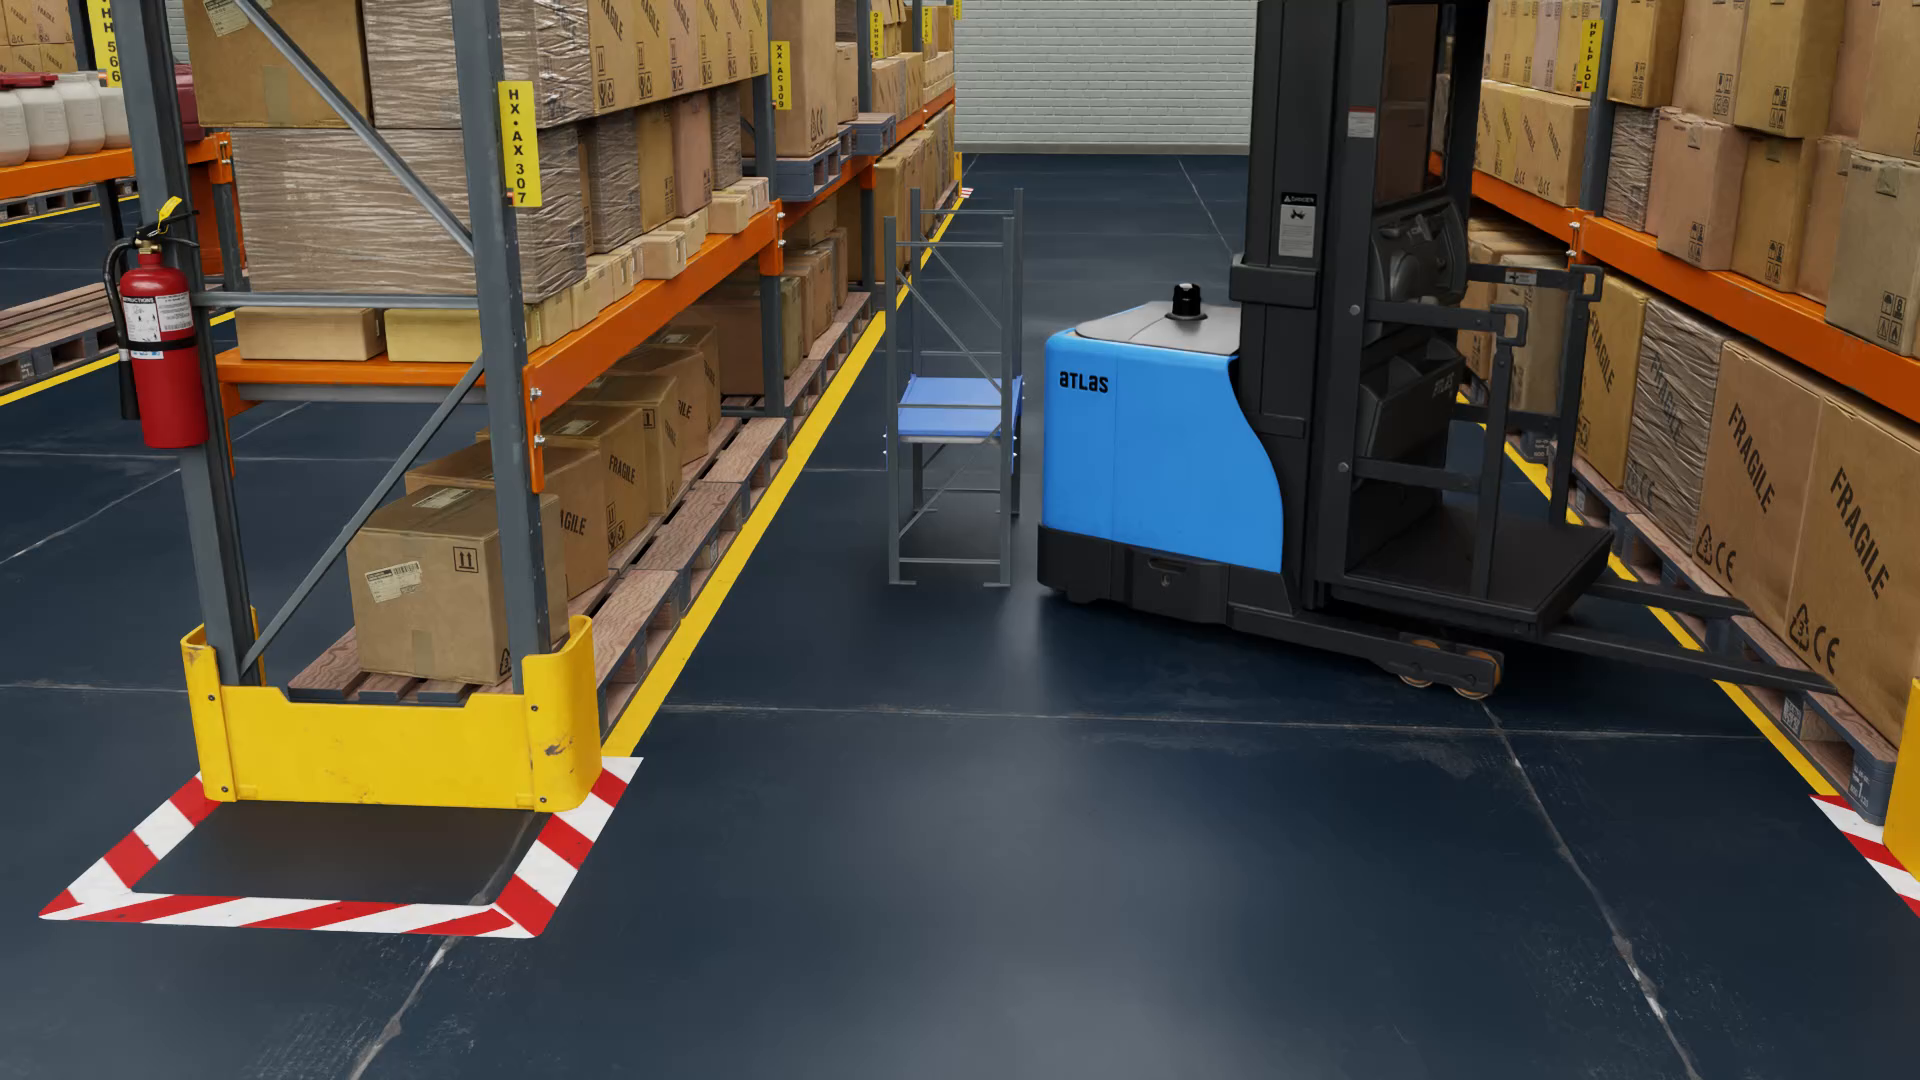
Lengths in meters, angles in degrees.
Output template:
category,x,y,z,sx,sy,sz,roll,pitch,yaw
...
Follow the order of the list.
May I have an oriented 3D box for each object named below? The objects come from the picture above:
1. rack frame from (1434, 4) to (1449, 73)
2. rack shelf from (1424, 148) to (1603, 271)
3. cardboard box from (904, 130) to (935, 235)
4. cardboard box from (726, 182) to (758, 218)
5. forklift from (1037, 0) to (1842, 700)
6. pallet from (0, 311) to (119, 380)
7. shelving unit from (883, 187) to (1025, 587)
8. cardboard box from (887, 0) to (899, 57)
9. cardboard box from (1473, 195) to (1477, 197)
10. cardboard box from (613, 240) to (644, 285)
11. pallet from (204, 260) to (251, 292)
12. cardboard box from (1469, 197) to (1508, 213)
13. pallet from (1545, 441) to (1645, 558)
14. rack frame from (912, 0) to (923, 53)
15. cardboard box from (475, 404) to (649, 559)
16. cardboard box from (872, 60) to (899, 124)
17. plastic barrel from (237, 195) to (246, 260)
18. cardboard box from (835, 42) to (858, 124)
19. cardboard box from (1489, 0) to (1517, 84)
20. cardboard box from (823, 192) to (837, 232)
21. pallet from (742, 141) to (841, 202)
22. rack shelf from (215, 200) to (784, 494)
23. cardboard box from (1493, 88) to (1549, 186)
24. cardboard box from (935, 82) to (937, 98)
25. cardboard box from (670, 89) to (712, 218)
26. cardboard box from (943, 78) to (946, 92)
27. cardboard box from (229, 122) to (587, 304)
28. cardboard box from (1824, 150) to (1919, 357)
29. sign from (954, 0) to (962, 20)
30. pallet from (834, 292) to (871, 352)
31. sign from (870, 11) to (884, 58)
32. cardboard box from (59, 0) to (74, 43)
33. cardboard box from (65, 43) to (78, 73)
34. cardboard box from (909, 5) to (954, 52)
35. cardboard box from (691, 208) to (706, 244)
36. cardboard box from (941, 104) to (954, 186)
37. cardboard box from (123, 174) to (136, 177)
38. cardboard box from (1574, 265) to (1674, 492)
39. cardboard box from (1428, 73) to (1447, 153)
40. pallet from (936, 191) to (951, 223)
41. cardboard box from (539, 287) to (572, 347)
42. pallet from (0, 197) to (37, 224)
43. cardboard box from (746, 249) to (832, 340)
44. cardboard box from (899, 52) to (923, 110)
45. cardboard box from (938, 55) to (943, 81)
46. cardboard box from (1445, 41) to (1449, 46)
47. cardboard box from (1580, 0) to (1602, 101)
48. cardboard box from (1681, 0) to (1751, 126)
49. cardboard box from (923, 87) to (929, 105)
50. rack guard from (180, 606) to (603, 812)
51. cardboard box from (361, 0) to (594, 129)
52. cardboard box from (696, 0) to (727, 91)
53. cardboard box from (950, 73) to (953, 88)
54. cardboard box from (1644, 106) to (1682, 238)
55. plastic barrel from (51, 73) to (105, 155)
category,x,y,z,sx,sy,sz,roll,pitch,yaw
rack frame,3.795,-2.999,11.758,1.000,3.000,0.127,1,18,4
rack shelf,3.652,-2.036,9.974,1.077,0.370,4.000,1,18,4
cardboard box,-0.884,-3.374,15.640,1.225,0.875,0.875,1,18,4
cardboard box,-1.181,-1.628,7.979,0.380,0.149,0.250,1,18,4
forklift,1.823,-1.030,5.860,3.031,2.935,1.130,12,21,32
pallet,-6.269,-1.309,11.078,1.003,0.211,1.213,1,18,4
shelving unit,-0.006,-0.686,7.109,0.538,1.500,1.048,1,18,4
cardboard box,-0.956,-4.496,14.555,0.797,0.503,0.637,1,18,5
cardboard box,4.086,-2.576,12.602,0.500,0.250,0.500,0,18,1
cardboard box,-1.377,-1.008,6.087,0.380,0.149,0.250,1,18,4
pallet,-6.070,-2.172,13.713,1.003,0.211,1.213,1,18,4
cardboard box,3.662,-1.942,11.472,1.050,0.750,0.750,1,18,3
pallet,3.376,-0.197,7.685,1.003,0.211,1.213,1,18,4
rack frame,-0.858,-4.383,15.983,1.000,3.000,0.127,1,18,4
cardboard box,-1.584,-0.242,6.684,0.500,0.500,0.500,3,18,9
cardboard box,-0.771,-3.653,13.593,0.500,0.500,0.500,1,18,3
plastic barrel,-6.116,-2.599,13.857,0.421,0.512,0.421,0,18,0
cardboard box,-1.084,-3.044,11.060,0.700,0.500,0.500,4,19,12
cardboard box,3.684,-3.066,10.196,0.700,0.500,0.500,1,18,3
cardboard box,-1.163,-2.310,11.758,0.500,0.250,0.500,2,18,6
pallet,-1.232,-2.042,9.144,1.003,0.211,1.213,1,18,4
rack shelf,-1.575,-0.936,6.616,1.077,0.370,4.000,1,18,4
cardboard box,3.352,-2.286,9.422,0.500,0.500,0.500,1,18,4
cardboard box,-0.433,-4.673,17.270,0.380,0.149,0.250,1,18,3
cardboard box,-1.532,-1.637,6.964,0.875,0.500,0.500,1,18,4
cardboard box,-0.358,-4.990,18.239,0.380,0.149,0.250,1,18,4
cardboard box,-1.651,-1.015,5.066,0.875,0.500,0.500,1,18,4
cardboard box,3.221,-0.873,5.029,0.875,0.550,0.550,1,18,4
sign,-0.031,-6.272,19.507,0.100,0.325,0.005,1,18,4
pallet,-1.202,-1.573,11.885,1.003,0.211,1.213,1,18,4
sign,-0.603,-3.644,11.995,0.100,0.325,0.005,1,18,4
cardboard box,-10.277,-5.908,18.870,0.500,0.500,0.500,2,18,5
cardboard box,-10.287,-5.434,19.029,0.500,0.500,0.500,1,18,4
cardboard box,-0.344,-5.895,19.155,0.500,0.500,0.500,2,18,5
cardboard box,-1.293,-1.319,7.034,0.380,0.149,0.250,1,18,4
cardboard box,-0.537,-4.615,19.428,0.875,0.875,0.875,1,18,4
cardboard box,-10.245,-4.695,20.241,0.500,0.500,0.500,1,18,4
cardboard box,3.394,-0.753,7.640,0.875,0.875,0.875,2,18,5
cardboard box,3.494,-2.913,11.335,0.500,0.500,0.500,1,18,5
pallet,-0.641,-3.672,18.292,1.003,0.211,1.213,1,18,4
cardboard box,-1.423,-0.697,5.137,0.380,0.149,0.250,1,18,4
pallet,-10.688,-3.494,17.746,1.003,0.211,1.213,1,18,4
cardboard box,-1.234,-1.605,10.811,0.700,0.500,0.500,3,18,9
cardboard box,-0.619,-4.279,15.505,0.500,0.500,0.500,1,18,4
cardboard box,-0.448,-5.062,17.817,0.500,0.250,0.500,1,18,4
cardboard box,4.136,-3.987,13.546,0.380,0.149,0.250,1,18,3
cardboard box,3.538,-2.434,8.266,0.700,0.500,0.500,1,18,3
cardboard box,3.348,-1.889,6.396,0.875,0.550,0.550,1,18,4
cardboard box,-0.505,-4.348,16.280,0.380,0.149,0.250,1,18,4
rack guard,-1.713,0.508,5.070,1.175,0.500,0.348,1,18,4
cardboard box,-1.407,-1.485,4.894,0.500,0.500,0.500,1,18,4
cardboard box,-1.261,-2.106,6.789,0.500,0.500,0.500,1,18,4
cardboard box,-0.285,-5.307,19.207,0.380,0.149,0.250,1,18,4
cardboard box,3.477,-1.542,7.070,0.875,0.550,0.550,1,18,4
plastic barrel,-5.976,-2.850,11.123,0.421,0.512,0.421,0,18,0
